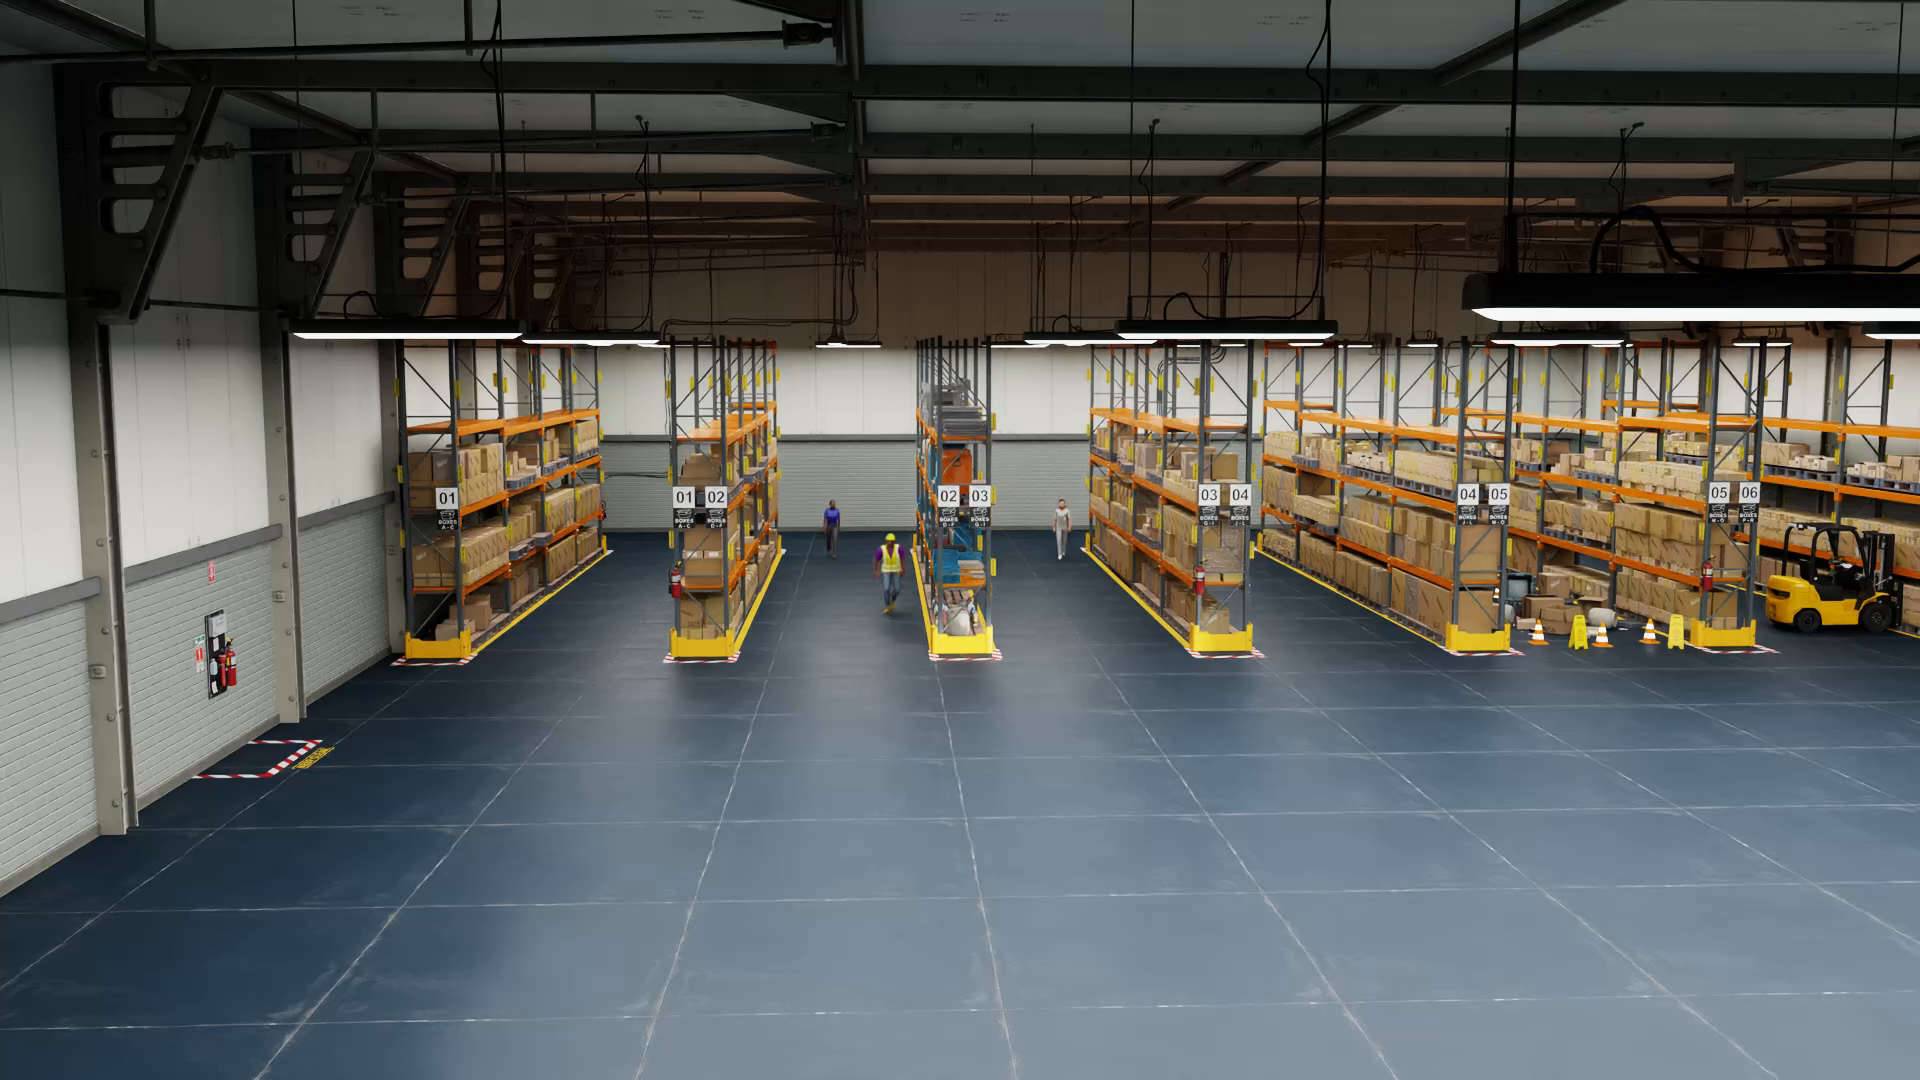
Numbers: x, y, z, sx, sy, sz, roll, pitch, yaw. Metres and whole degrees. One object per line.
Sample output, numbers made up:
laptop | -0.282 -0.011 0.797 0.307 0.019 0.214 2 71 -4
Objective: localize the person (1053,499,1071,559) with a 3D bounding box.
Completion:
person | 2.829 -0.324 45.950 0.487 1.602 1.029 0 6 -1

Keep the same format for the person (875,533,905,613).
person | -1.546 0.707 36.630 0.677 1.747 0.614 -1 7 -7

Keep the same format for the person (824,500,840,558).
person | -3.551 -0.324 46.145 0.452 1.581 1.045 0 6 -3
